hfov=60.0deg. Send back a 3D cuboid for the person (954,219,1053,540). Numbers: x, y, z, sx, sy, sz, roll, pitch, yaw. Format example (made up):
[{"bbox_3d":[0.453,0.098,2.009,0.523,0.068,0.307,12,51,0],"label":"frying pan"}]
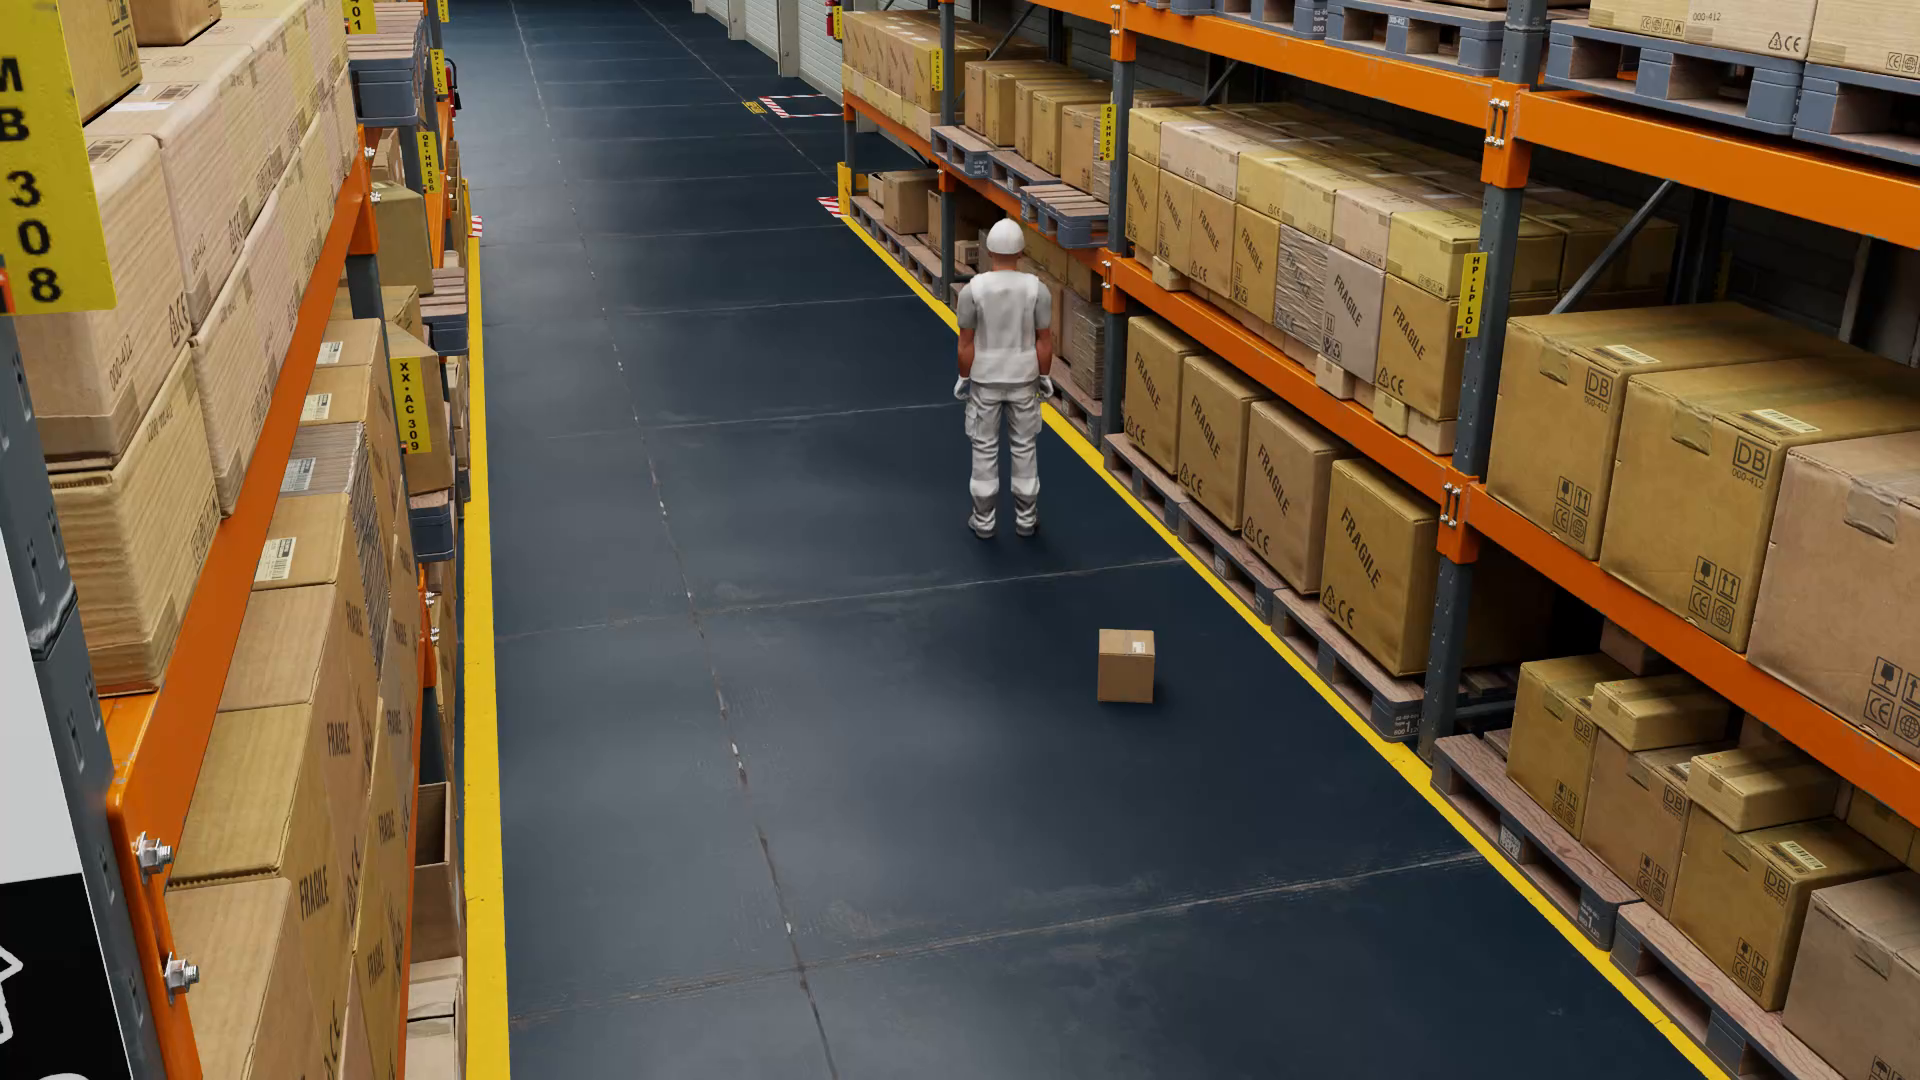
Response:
[{"bbox_3d":[0.239,-0.878,9.151,0.544,1.796,0.358,-1,23,-3],"label":"person"}]
